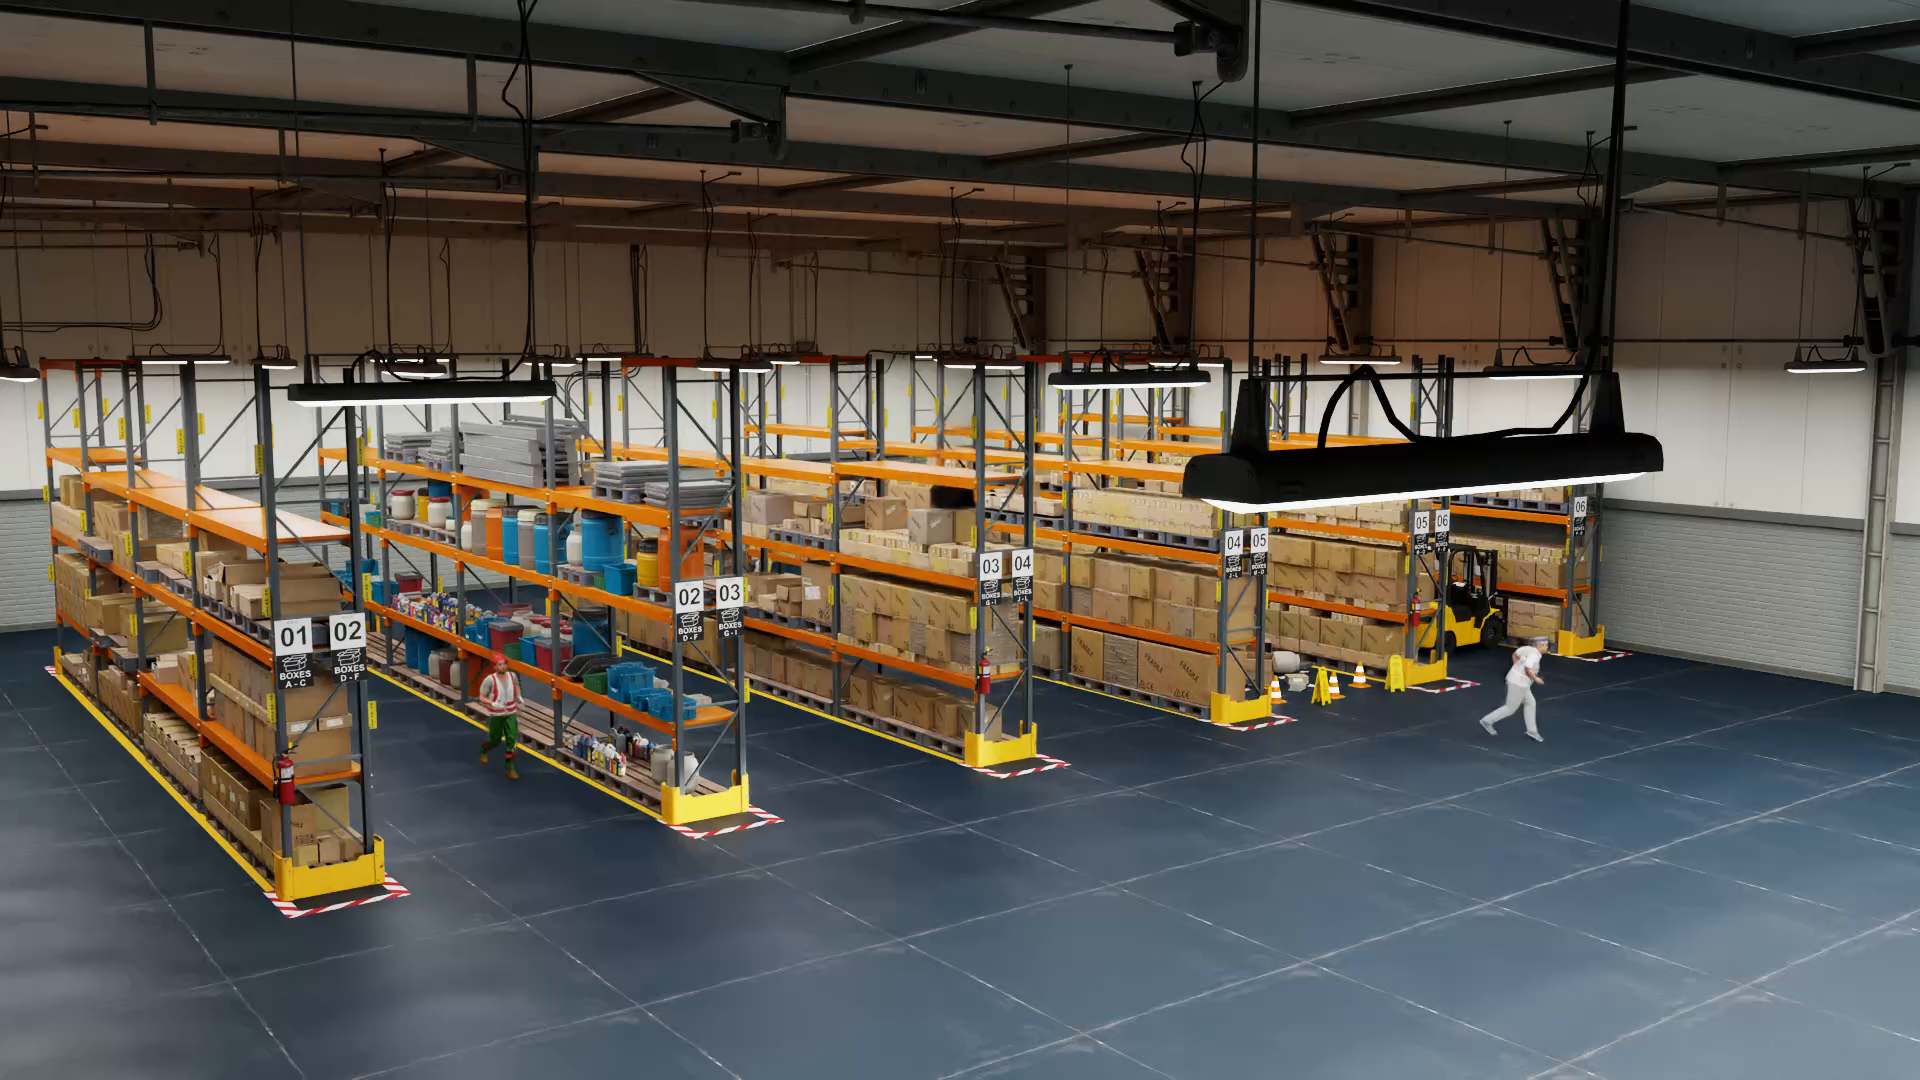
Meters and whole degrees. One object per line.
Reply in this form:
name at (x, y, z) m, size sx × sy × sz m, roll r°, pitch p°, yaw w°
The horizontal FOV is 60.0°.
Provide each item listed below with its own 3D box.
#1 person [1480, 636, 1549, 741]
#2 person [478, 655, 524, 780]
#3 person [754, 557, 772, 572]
person at (8.802, 2.361, 26.434) m, size 1.023 × 1.720 × 0.703 m, roll 1°, pitch 7°, yaw 5°
person at (-6.698, 2.543, 24.270) m, size 0.667 × 1.786 × 0.956 m, roll -5°, pitch 9°, yaw -37°
person at (-4.893, 0.482, 41.731) m, size 0.559 × 1.721 × 0.772 m, roll -1°, pitch 7°, yaw -11°
